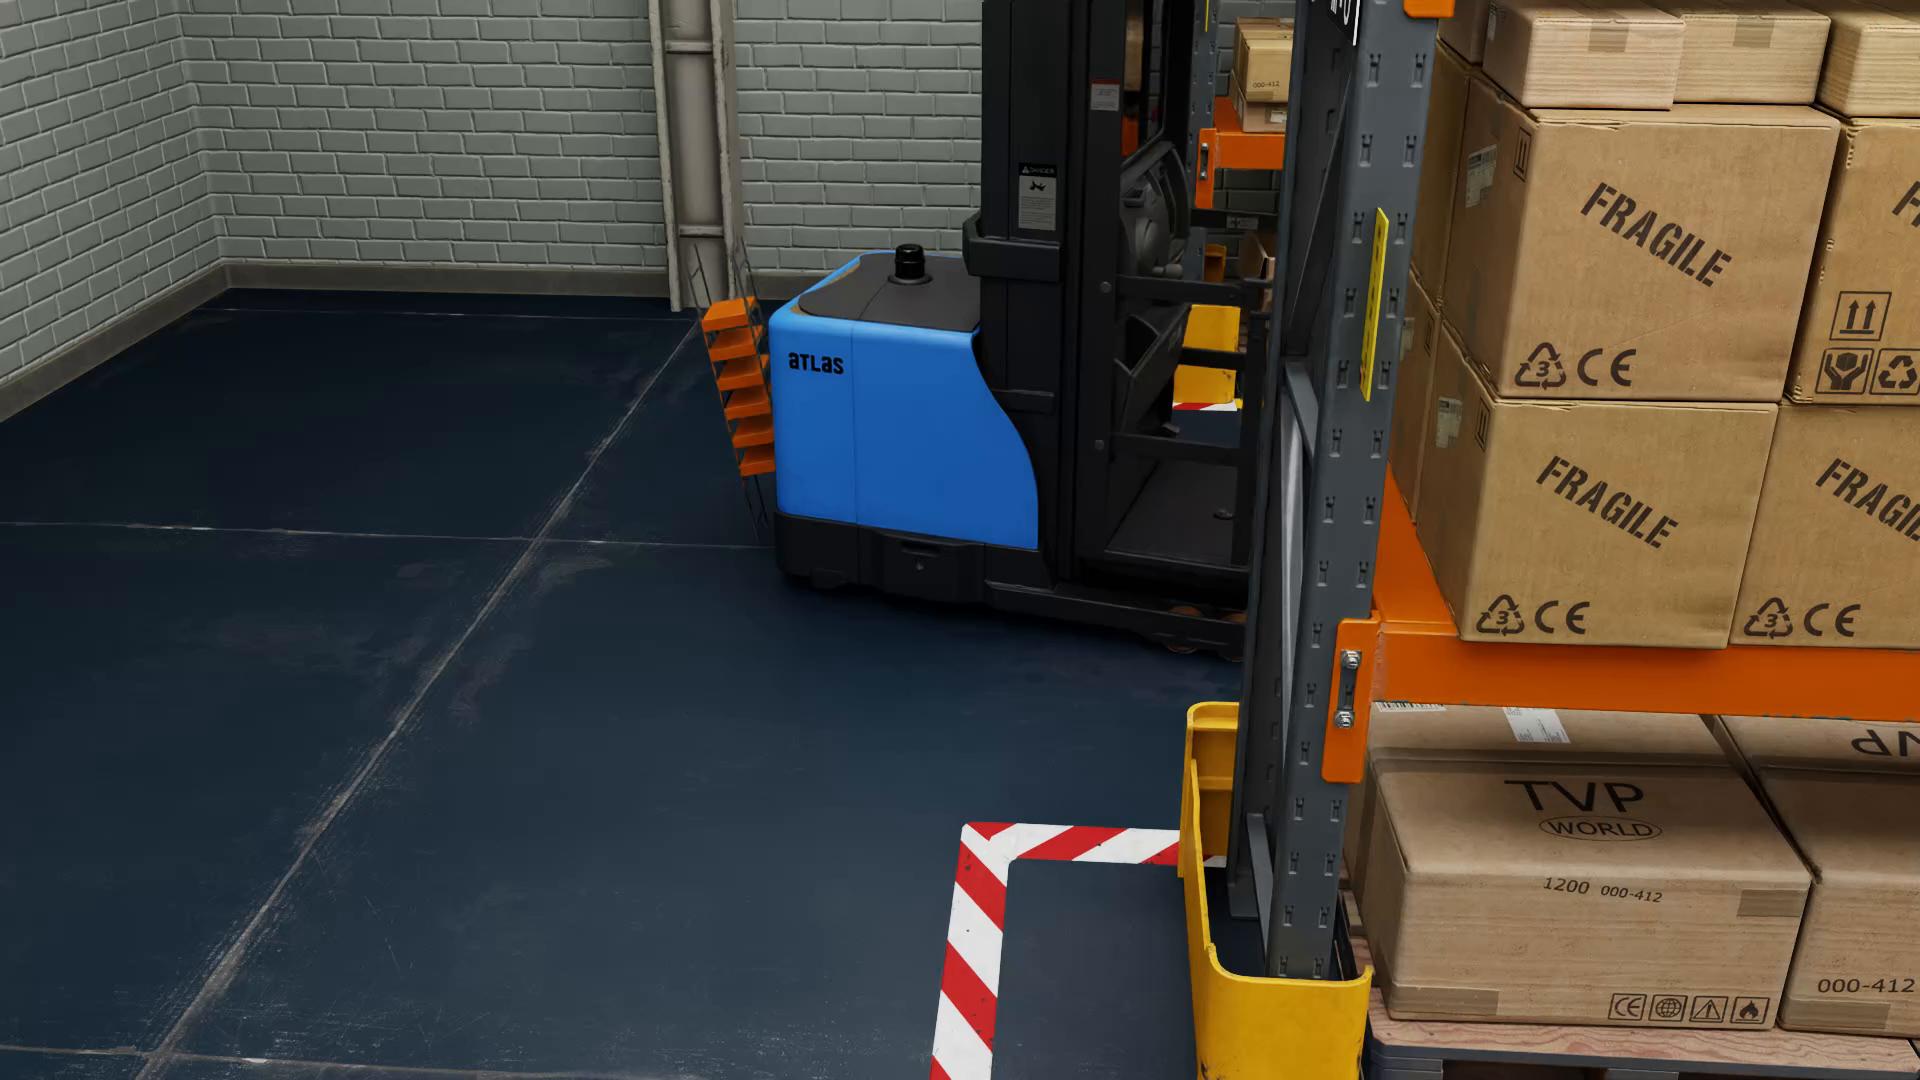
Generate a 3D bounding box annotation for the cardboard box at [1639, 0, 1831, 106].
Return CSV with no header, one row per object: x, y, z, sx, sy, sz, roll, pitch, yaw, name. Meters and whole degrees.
1.375,-0.903,3.033,0.250,0.149,0.380,2,25,5,cardboard box

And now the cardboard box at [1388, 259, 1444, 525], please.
1.277,-0.355,3.813,0.500,0.500,0.500,2,25,4,cardboard box

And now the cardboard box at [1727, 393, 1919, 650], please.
1.739,-0.120,3.303,0.500,0.500,0.500,1,25,3,cardboard box

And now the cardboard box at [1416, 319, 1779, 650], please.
1.233,-0.125,3.313,0.500,0.500,0.500,2,25,4,cardboard box

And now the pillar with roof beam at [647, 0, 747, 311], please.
-1.797,-3.676,3.974,0.400,9.000,9.100,2,25,4,pillar with roof beam

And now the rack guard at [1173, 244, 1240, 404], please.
1.228,-1.145,8.641,0.348,0.500,1.175,2,25,4,rack guard

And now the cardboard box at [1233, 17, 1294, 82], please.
1.631,-2.446,8.301,0.500,0.250,0.500,3,25,6,cardboard box

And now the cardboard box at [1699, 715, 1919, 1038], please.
2.355,0.764,4.064,0.875,0.438,0.875,2,25,5,cardboard box

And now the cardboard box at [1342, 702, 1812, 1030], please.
1.442,0.738,4.120,0.875,0.438,0.875,1,25,2,cardboard box

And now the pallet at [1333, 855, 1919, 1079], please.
1.579,1.046,4.225,1.213,0.211,1.003,2,25,4,pallet

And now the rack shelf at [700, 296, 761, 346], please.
-0.879,-0.851,6.402,0.180,0.103,0.258,-9,24,6,rack shelf

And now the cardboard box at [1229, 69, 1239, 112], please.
1.503,-2.270,8.396,0.250,0.149,0.380,2,25,3,cardboard box

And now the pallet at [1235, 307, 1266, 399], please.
2.023,-0.989,8.647,1.213,0.211,1.003,2,25,4,pallet

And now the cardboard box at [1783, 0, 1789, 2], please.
1.668,-1.109,3.481,0.250,0.149,0.380,2,25,3,cardboard box

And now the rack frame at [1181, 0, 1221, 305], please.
1.152,-2.283,8.123,0.127,3.000,1.000,2,25,4,rack frame

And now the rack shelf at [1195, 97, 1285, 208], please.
3.146,-1.892,8.135,4.000,0.370,1.077,2,25,4,rack shelf

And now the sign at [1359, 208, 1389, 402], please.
0.727,-0.412,2.927,0.005,0.325,0.100,2,25,4,sign

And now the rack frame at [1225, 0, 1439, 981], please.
0.776,-0.214,3.627,0.127,3.000,1.000,2,25,4,rack frame

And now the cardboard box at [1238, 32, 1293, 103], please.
1.584,-2.223,7.817,0.500,0.250,0.500,2,25,4,cardboard box

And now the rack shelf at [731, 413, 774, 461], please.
-0.790,-0.421,6.597,0.180,0.103,0.258,-9,24,6,rack shelf

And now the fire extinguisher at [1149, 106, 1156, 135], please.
0.970,-1.891,7.809,0.183,0.674,0.296,2,25,4,fire extinguisher

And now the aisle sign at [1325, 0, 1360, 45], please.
0.682,-1.277,2.826,0.004,0.787,0.394,2,25,4,aisle sign

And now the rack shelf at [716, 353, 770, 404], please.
-0.834,-0.636,6.499,0.180,0.103,0.258,-9,24,6,rack shelf

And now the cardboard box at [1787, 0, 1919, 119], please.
1.626,-0.847,2.911,0.250,0.149,0.380,3,25,6,cardboard box

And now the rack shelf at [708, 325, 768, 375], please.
-0.857,-0.743,6.451,0.180,0.103,0.258,-9,24,6,rack shelf

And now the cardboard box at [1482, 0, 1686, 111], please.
1.109,-0.882,2.986,0.250,0.149,0.380,2,25,5,cardboard box

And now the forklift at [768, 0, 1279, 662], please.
0.869,-1.153,5.750,3.031,2.935,1.130,8,26,17,forklift

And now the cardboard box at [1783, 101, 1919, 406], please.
1.748,-0.566,3.076,0.500,0.500,0.500,1,25,3,cardboard box

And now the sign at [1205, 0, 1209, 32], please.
1.111,-2.450,7.451,0.005,0.325,0.100,2,25,4,sign

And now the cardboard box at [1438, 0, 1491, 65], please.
1.149,-1.081,3.418,0.250,0.149,0.380,2,25,5,cardboard box

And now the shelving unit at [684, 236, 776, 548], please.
-0.820,-0.568,6.530,0.189,1.200,0.258,-9,24,6,shelving unit

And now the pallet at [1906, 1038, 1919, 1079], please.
2.792,1.086,4.138,1.213,0.211,1.003,2,25,4,pallet

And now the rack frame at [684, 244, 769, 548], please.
-0.910,-0.554,6.540,0.006,1.200,0.240,-9,24,6,rack frame

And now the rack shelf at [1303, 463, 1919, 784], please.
2.770,0.177,3.639,4.000,0.370,1.077,2,25,4,rack shelf

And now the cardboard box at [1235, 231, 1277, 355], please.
1.755,-1.281,8.429,0.637,0.503,0.797,1,25,2,cardboard box

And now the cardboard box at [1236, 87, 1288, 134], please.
1.459,-2.044,7.905,0.250,0.149,0.380,2,25,4,cardboard box

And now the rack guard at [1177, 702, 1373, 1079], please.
0.752,0.920,4.151,0.348,0.500,1.175,2,25,4,rack guard

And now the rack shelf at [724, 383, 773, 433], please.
-0.812,-0.528,6.548,0.180,0.103,0.258,-9,24,6,rack shelf

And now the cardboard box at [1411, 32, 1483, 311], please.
1.275,-0.798,3.579,0.500,0.500,0.500,3,25,6,cardboard box

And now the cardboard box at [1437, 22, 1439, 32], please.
2.145,-2.429,8.264,0.500,0.250,0.500,2,25,4,cardboard box

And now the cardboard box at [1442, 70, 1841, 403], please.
1.233,-0.580,3.106,0.500,0.500,0.500,1,25,3,cardboard box

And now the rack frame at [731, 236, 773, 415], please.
-0.730,-0.582,6.520,0.006,1.200,0.240,-9,24,6,rack frame

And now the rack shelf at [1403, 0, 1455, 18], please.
2.770,-1.186,3.012,4.000,0.370,1.077,2,25,4,rack shelf

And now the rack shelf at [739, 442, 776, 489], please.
-0.768,-0.313,6.645,0.180,0.103,0.258,-9,24,6,rack shelf
